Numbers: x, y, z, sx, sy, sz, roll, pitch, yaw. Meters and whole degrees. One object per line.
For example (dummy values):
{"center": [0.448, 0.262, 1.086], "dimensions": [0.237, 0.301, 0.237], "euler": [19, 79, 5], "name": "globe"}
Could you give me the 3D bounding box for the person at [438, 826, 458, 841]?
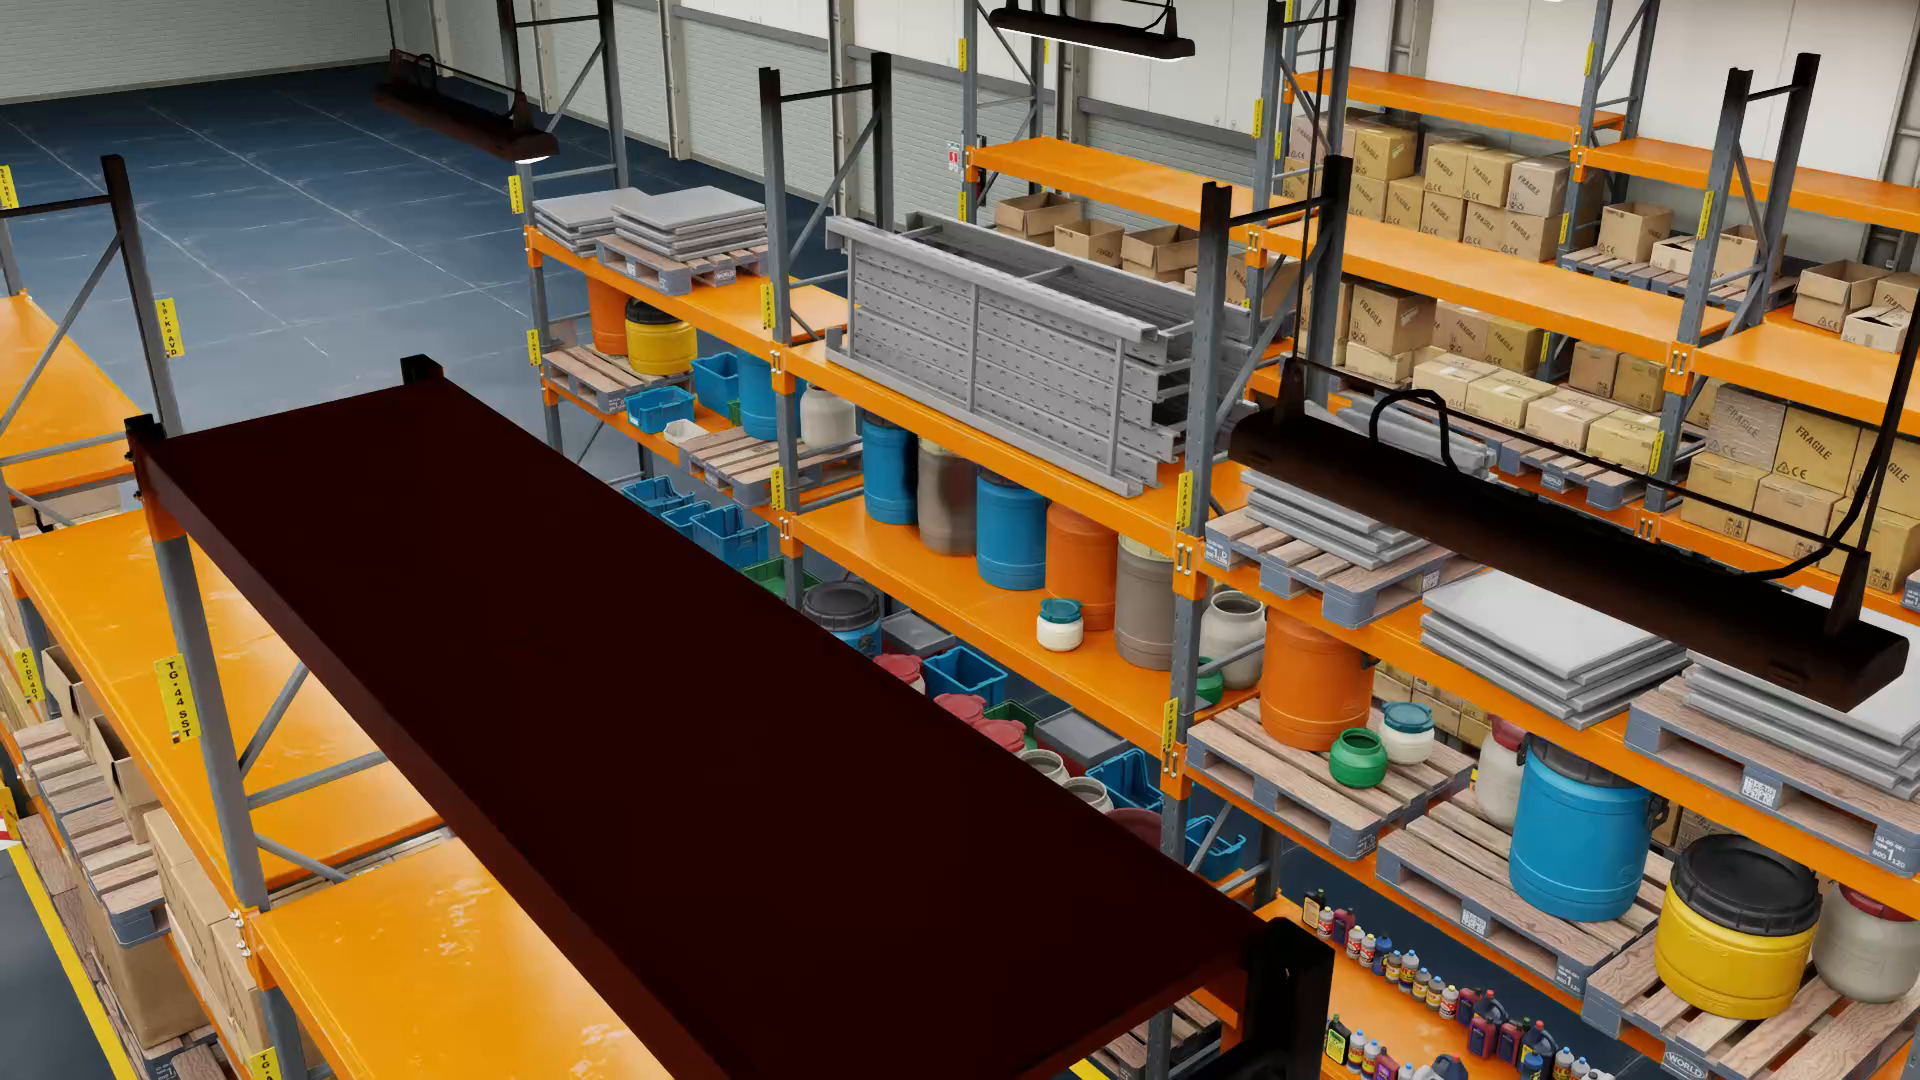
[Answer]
{"center": [-3.903, 1.991, 12.117], "dimensions": [0.665, 1.769, 0.535], "euler": [21, 33, 36], "name": "person"}
